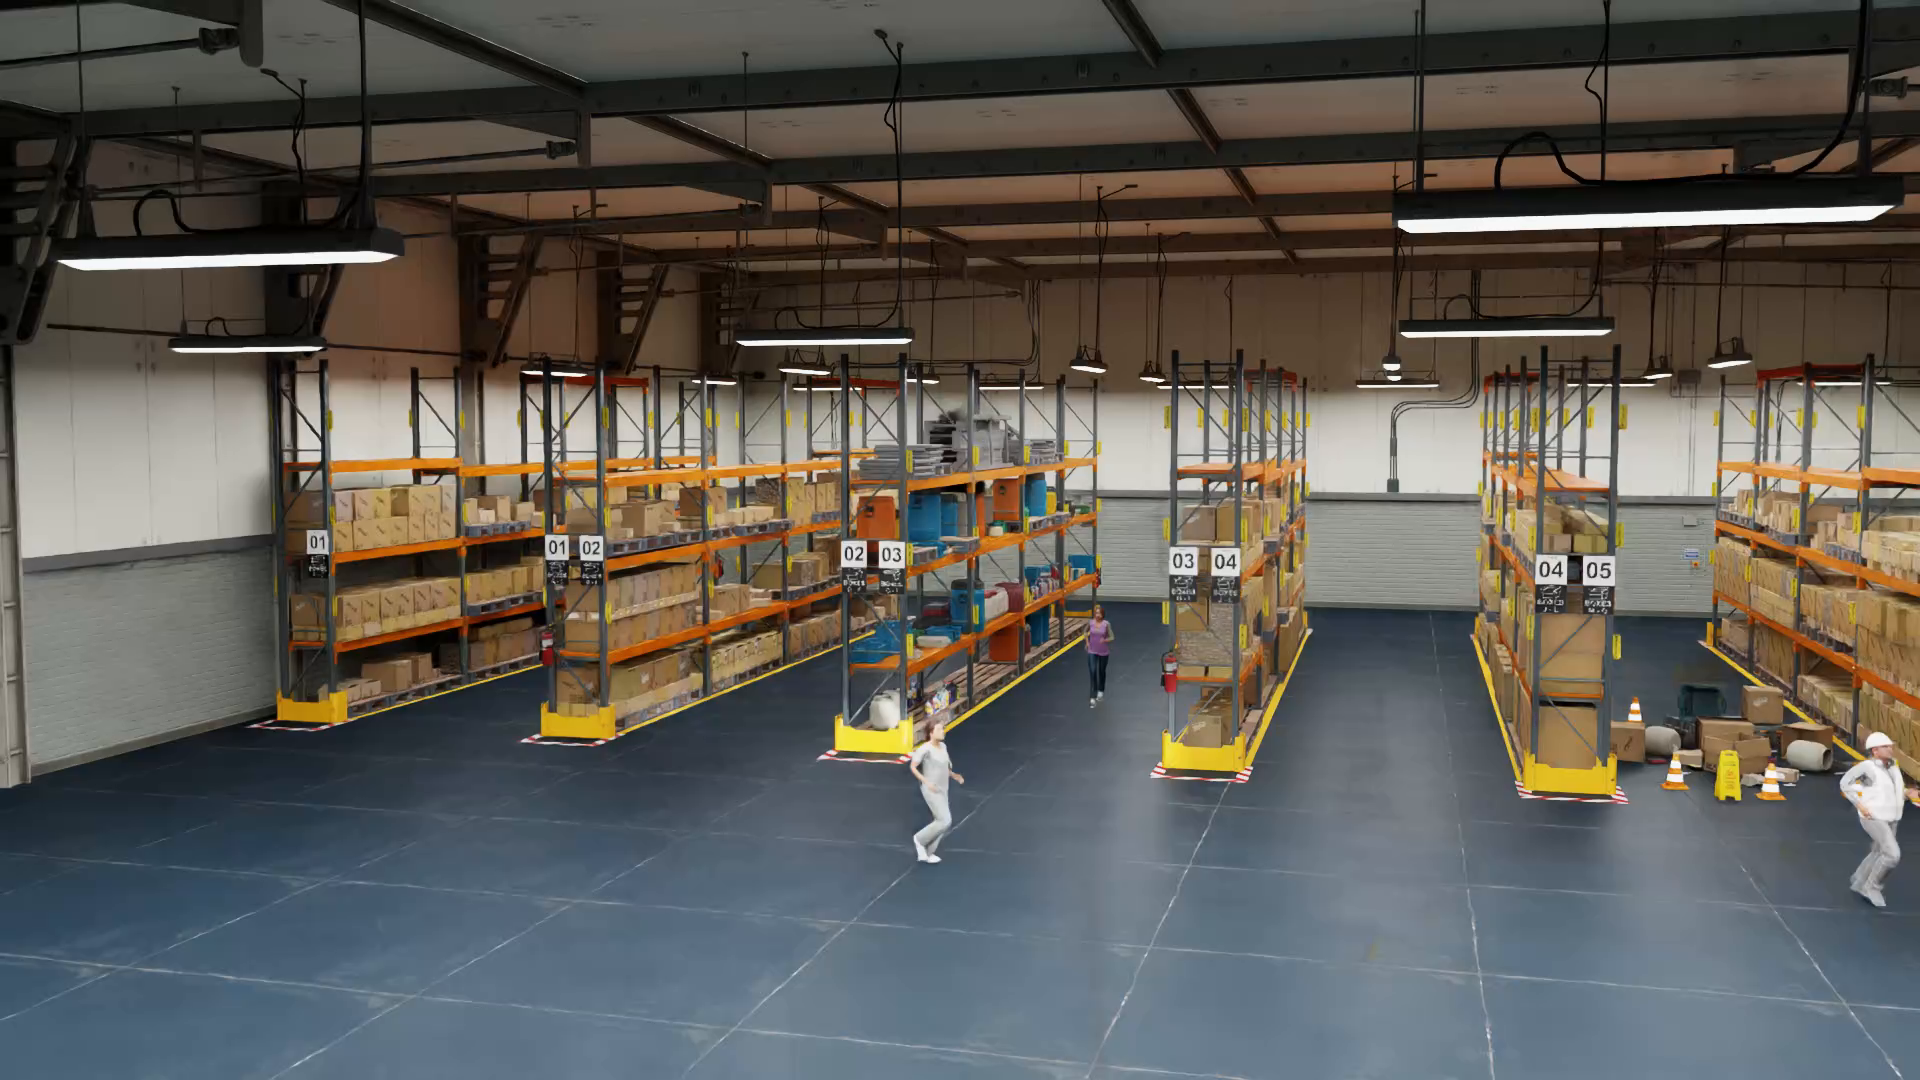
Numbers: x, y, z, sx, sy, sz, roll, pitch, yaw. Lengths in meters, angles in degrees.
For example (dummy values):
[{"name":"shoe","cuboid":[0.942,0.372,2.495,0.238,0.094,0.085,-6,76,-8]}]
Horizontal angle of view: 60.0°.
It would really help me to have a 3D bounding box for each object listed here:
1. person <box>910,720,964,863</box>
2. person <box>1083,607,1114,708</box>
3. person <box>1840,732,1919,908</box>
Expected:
[{"name":"person","cuboid":[-0.239,2.834,18.715,0.522,1.625,0.534,3,5,34]},{"name":"person","cuboid":[2.294,1.911,27.588,0.537,1.624,0.794,1,4,9]},{"name":"person","cuboid":[9.528,2.892,17.176,0.639,1.795,0.702,-2,5,-27]}]
